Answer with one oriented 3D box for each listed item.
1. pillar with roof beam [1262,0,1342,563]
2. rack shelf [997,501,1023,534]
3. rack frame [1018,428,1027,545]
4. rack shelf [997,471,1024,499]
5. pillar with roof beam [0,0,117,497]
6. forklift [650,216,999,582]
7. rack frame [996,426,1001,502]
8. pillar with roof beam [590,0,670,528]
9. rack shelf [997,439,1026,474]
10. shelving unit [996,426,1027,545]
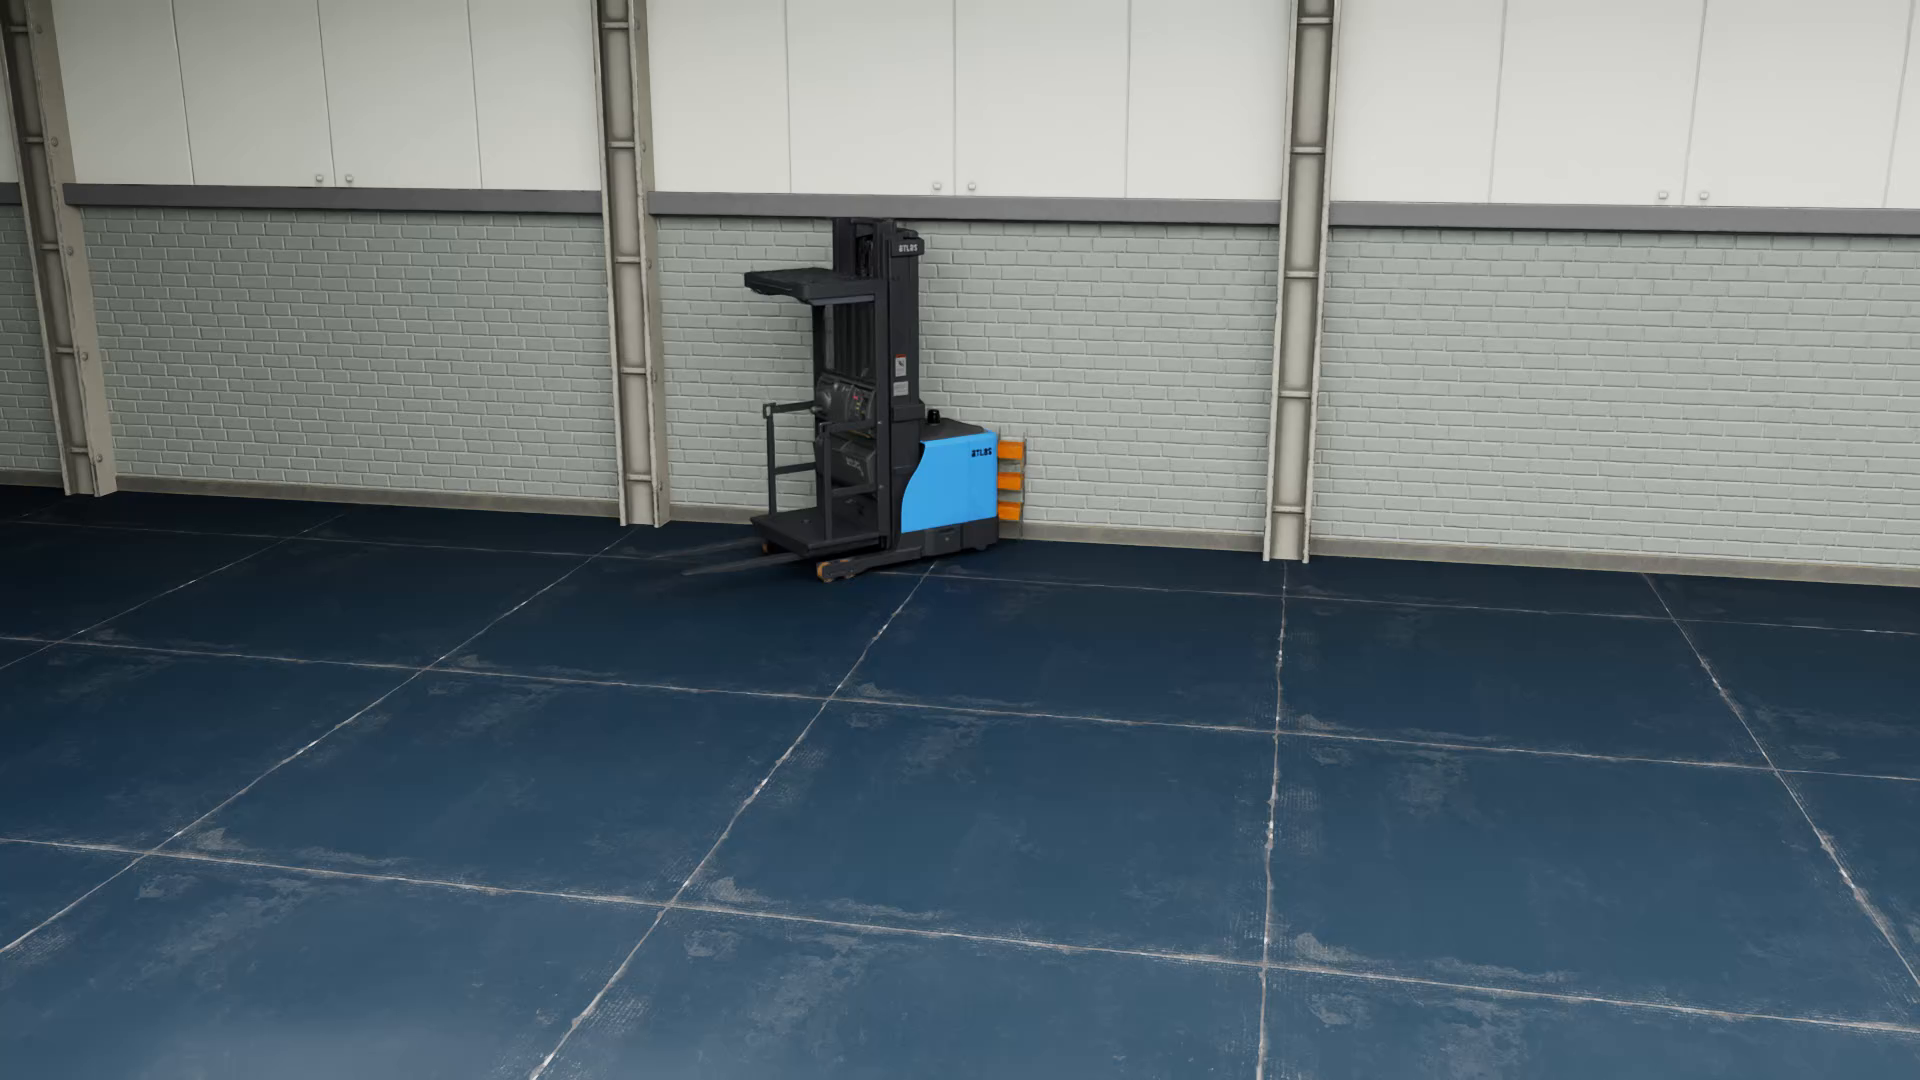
[{"bbox_3d":[2.024,-3.060,9.439,0.400,9.000,9.100,3,16,11],"label":"pillar with roof beam"},{"bbox_3d":[0.439,-0.214,15.117,0.240,0.259,0.215,5,16,10],"label":"rack shelf"},{"bbox_3d":[0.568,-0.482,15.019,0.008,1.050,0.200,5,16,10],"label":"rack frame"},{"bbox_3d":[0.448,-0.481,15.043,0.240,0.259,0.215,5,16,10],"label":"rack shelf"},{"bbox_3d":[-9.735,-3.698,11.744,0.400,9.000,9.100,3,16,11],"label":"pillar with roof beam"},{"bbox_3d":[-1.160,-1.219,14.159,3.031,2.935,1.130,-10,18,-33],"label":"forklift"},{"bbox_3d":[0.328,-0.502,15.062,0.008,1.050,0.200,5,16,10],"label":"rack frame"},{"bbox_3d":[-3.856,-3.379,10.591,0.400,9.000,9.100,3,16,11],"label":"pillar with roof beam"},{"bbox_3d":[0.457,-0.755,14.967,0.240,0.259,0.215,5,16,10],"label":"rack shelf"},{"bbox_3d":[0.448,-0.492,15.040,0.252,1.050,0.215,5,16,10],"label":"shelving unit"}]
